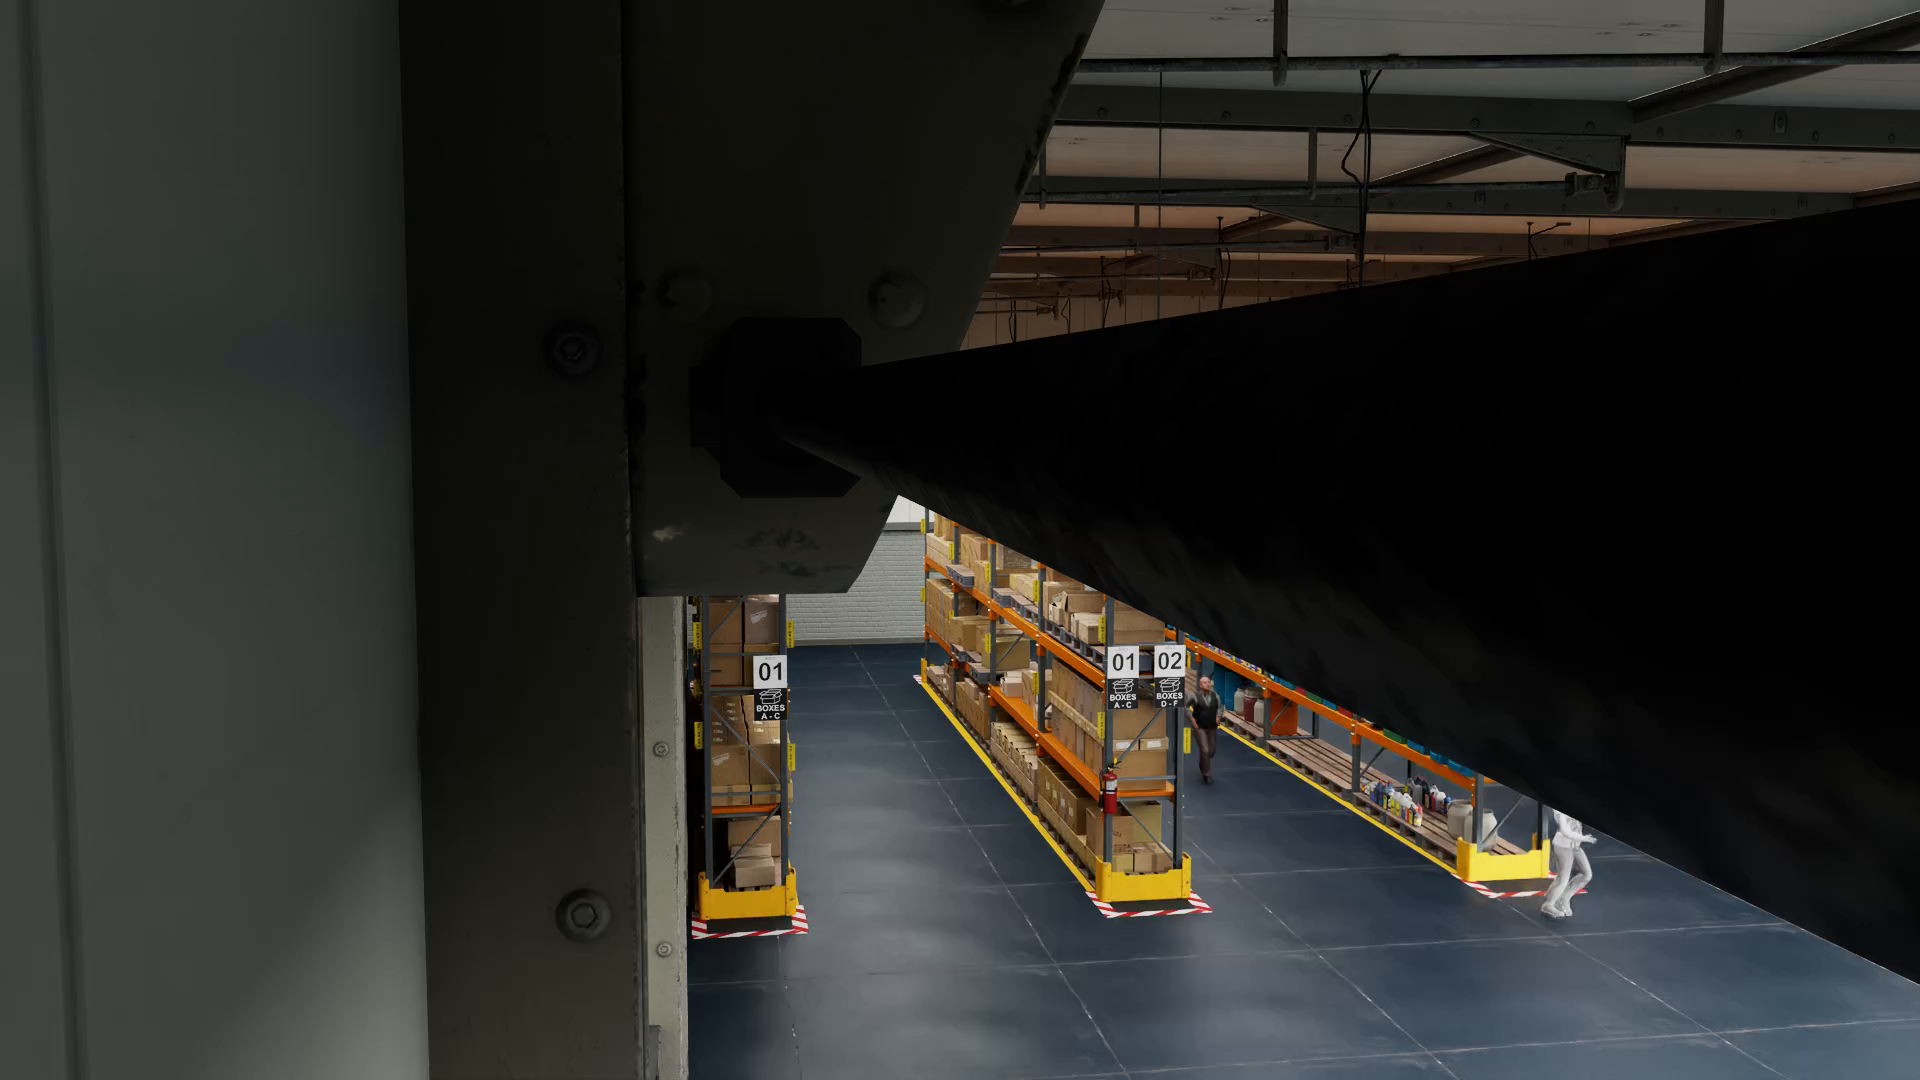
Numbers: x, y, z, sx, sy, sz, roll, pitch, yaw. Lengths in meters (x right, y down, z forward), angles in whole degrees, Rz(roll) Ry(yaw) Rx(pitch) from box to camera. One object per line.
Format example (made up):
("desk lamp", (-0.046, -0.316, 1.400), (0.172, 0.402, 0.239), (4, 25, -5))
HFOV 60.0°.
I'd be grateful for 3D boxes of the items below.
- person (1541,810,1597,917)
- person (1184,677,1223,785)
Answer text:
("person", (7.399, 3.727, 20.114), (0.618, 1.669, 0.629), (3, 6, 35))
("person", (3.988, 3.087, 27.200), (0.669, 1.716, 0.767), (-1, 5, -14))
